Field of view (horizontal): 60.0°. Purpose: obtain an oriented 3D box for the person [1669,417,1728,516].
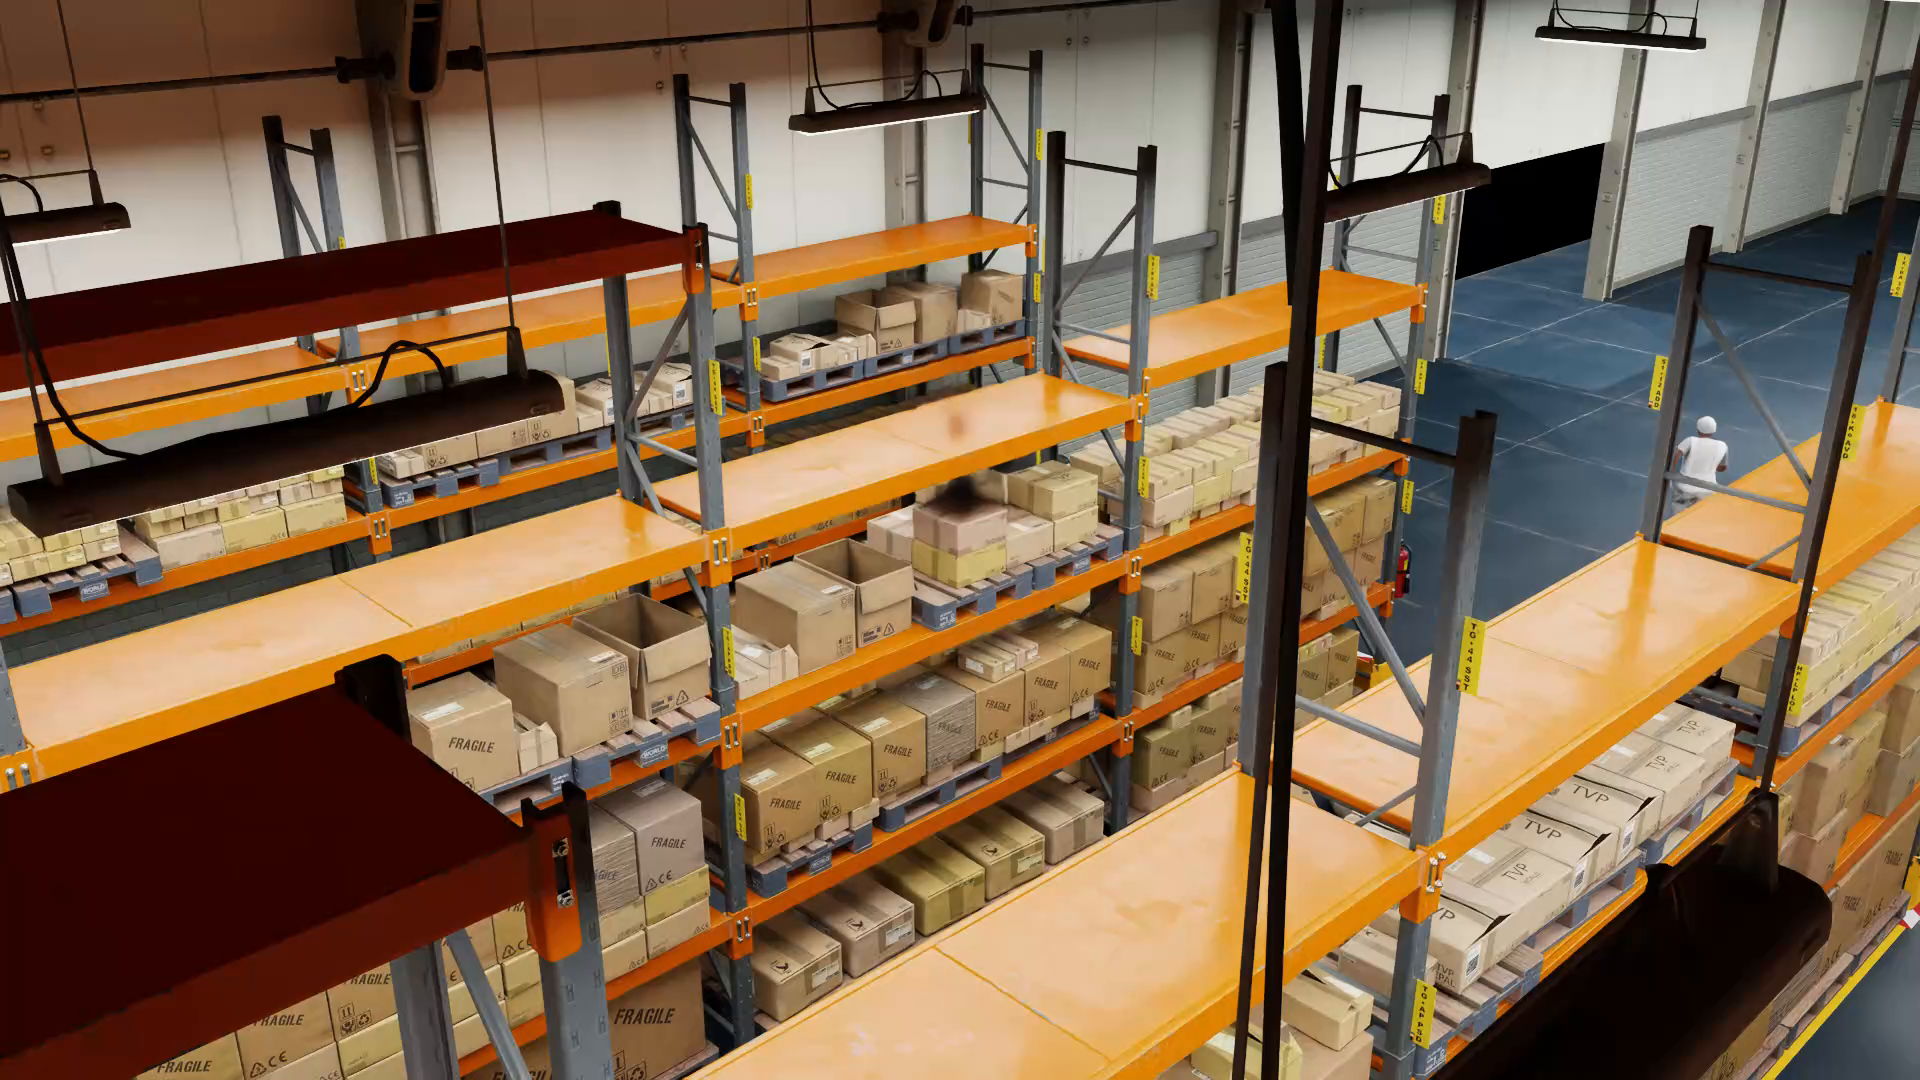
[{"bbox_3d":[8.881,-0.672,20.175,0.726,1.722,0.720,4,23,9],"label":"person"}]
